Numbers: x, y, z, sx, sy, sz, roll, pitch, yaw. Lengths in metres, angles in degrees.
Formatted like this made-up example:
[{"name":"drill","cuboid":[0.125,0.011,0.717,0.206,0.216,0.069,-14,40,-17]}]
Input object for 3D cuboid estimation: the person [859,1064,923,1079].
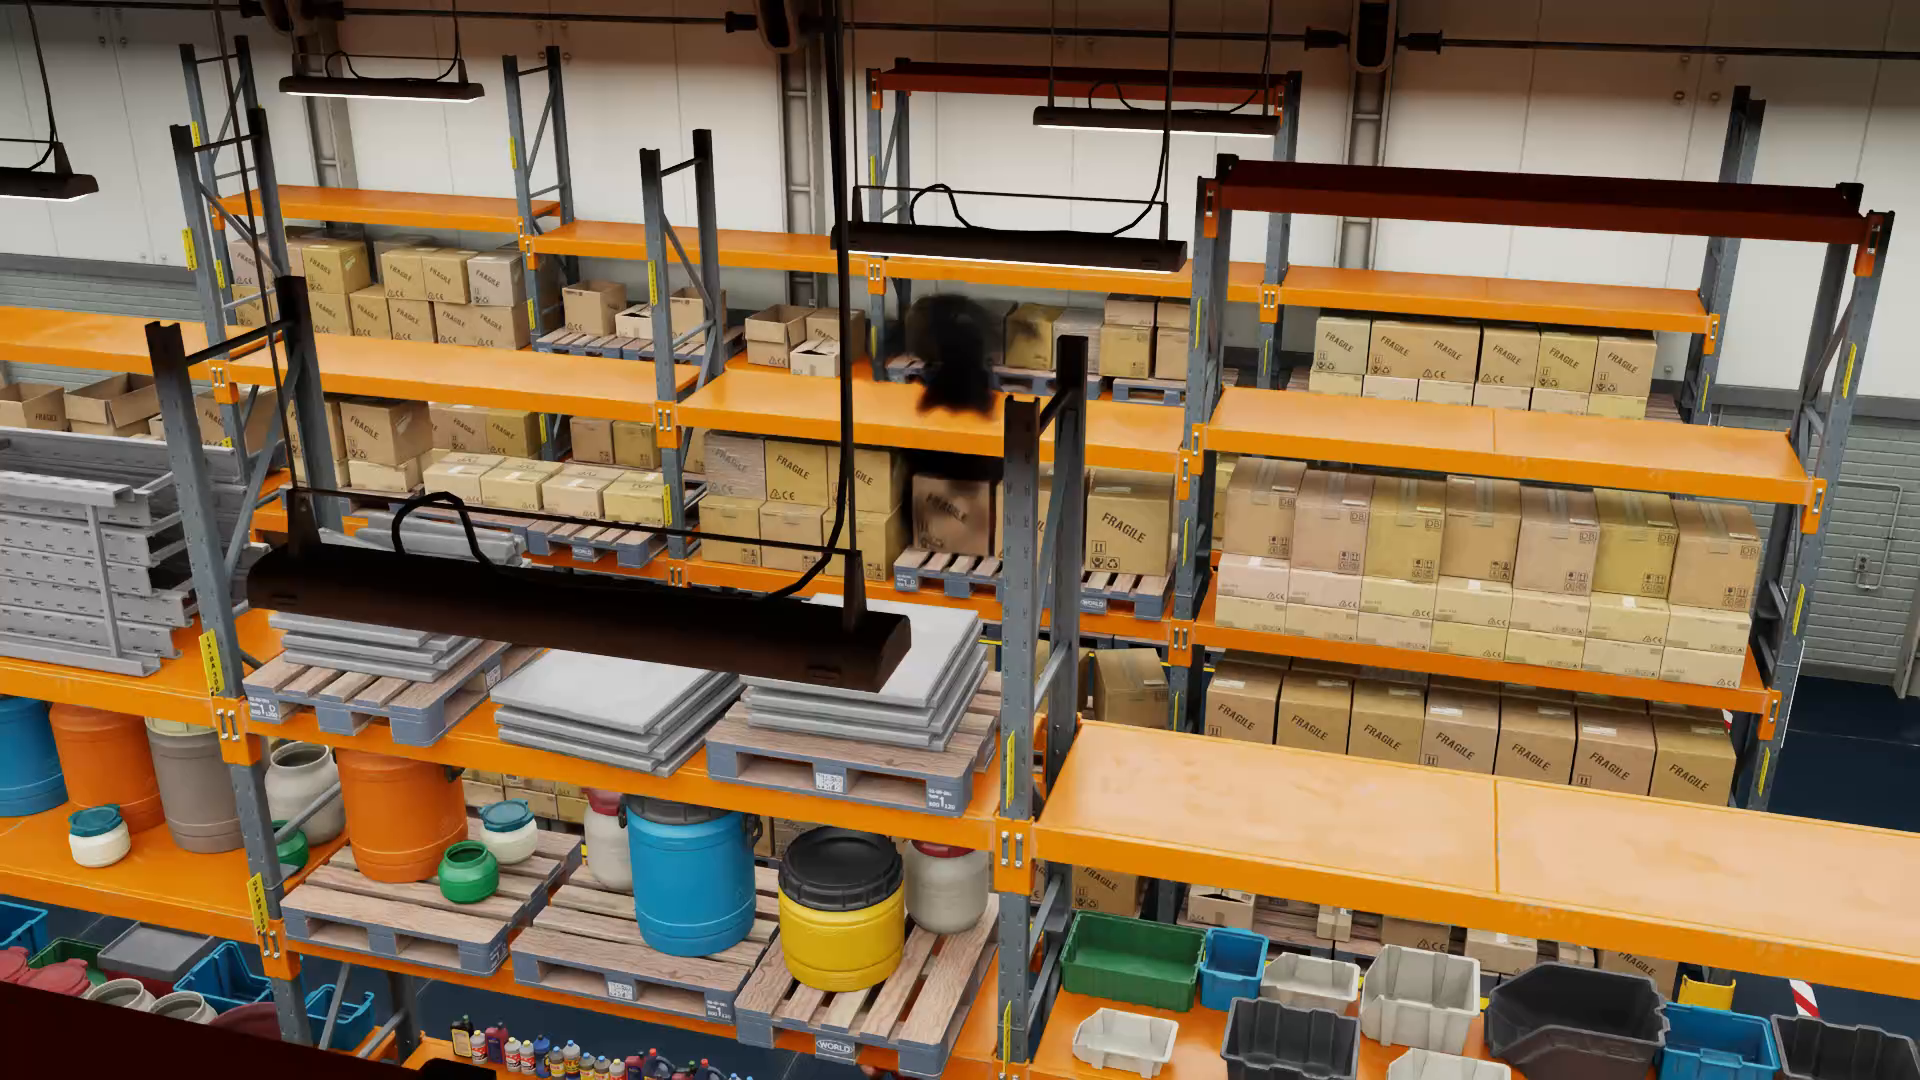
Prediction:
[{"name":"person","cuboid":[-0.309,3.437,10.522,0.894,1.507,0.690,9,24,21]}]
